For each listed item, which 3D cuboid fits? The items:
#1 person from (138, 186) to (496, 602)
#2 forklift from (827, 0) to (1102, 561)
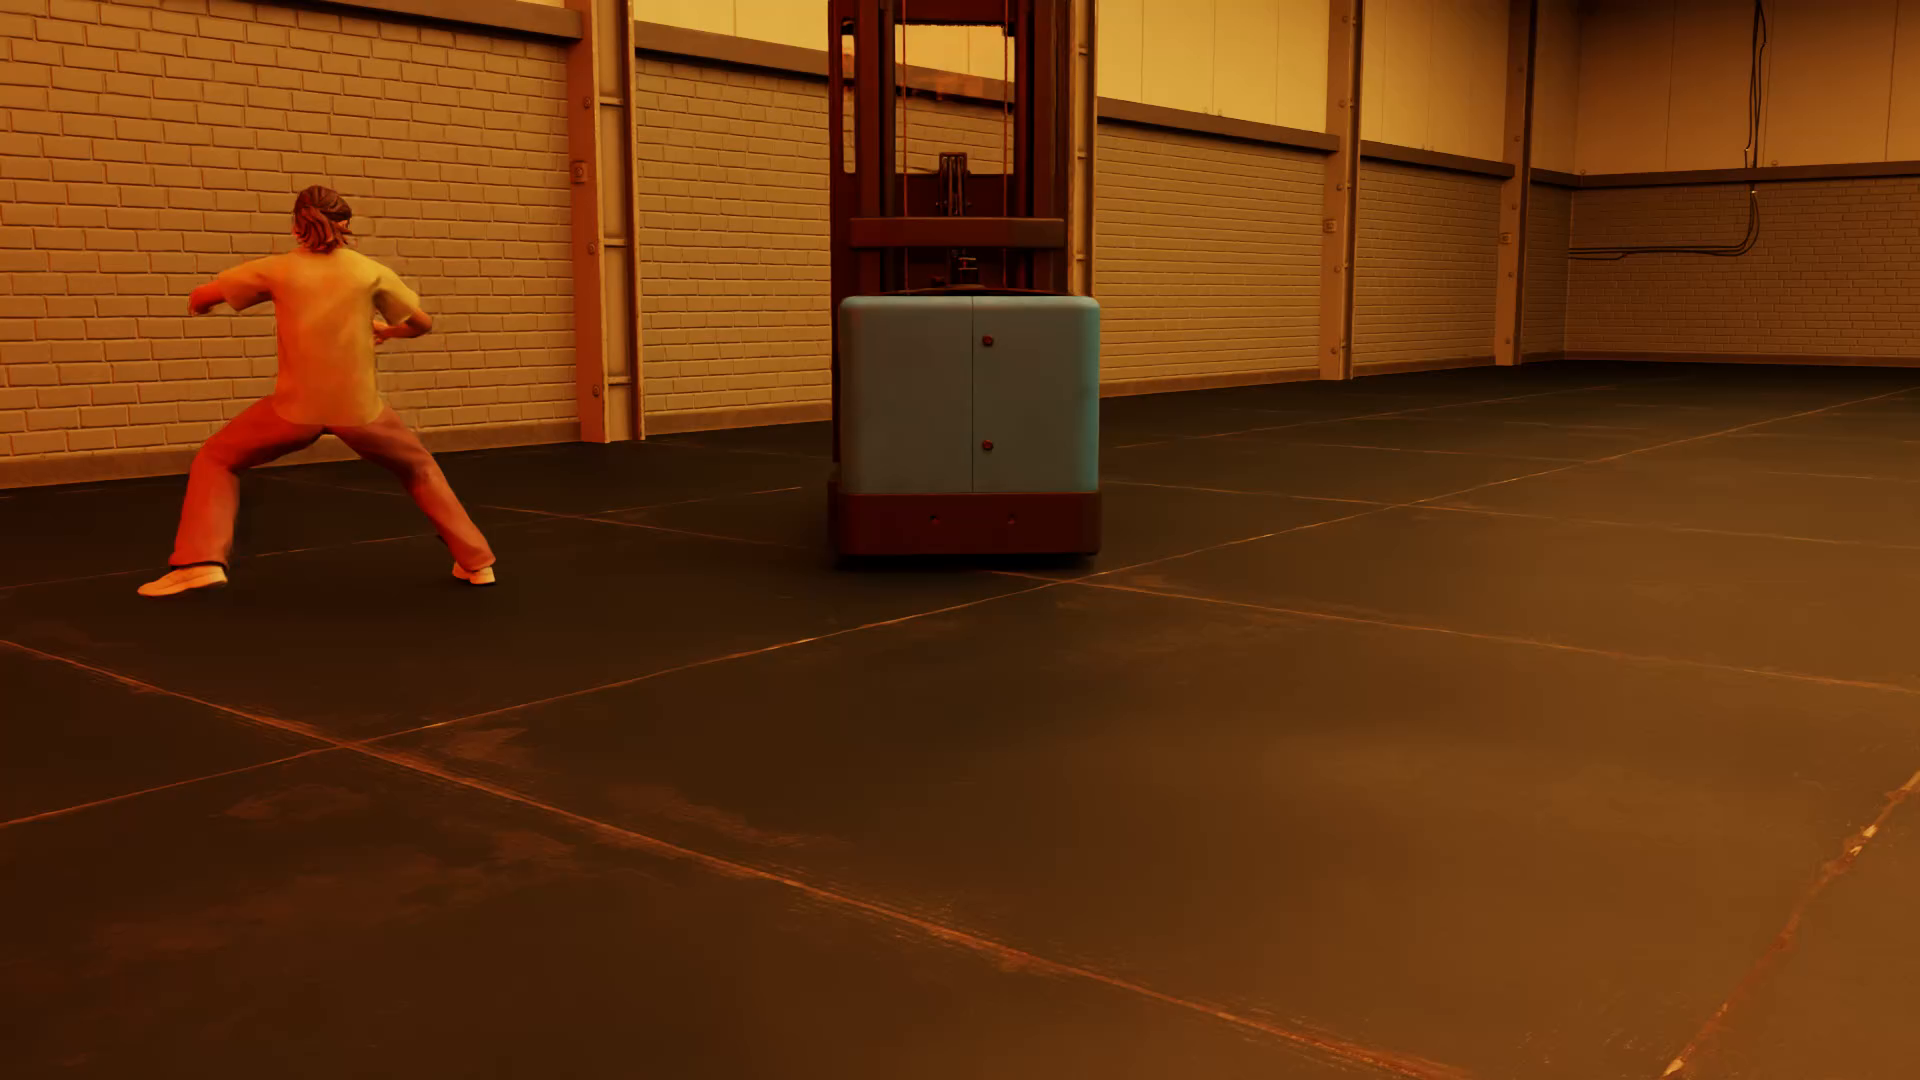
[{"bbox_3d":[-2.294,-0.520,5.930,1.196,1.455,0.636,-3,9,-18],"label":"person"},{"bbox_3d":[-0.070,-1.542,7.818,1.130,2.935,3.031,-1,8,-5],"label":"forklift"}]
